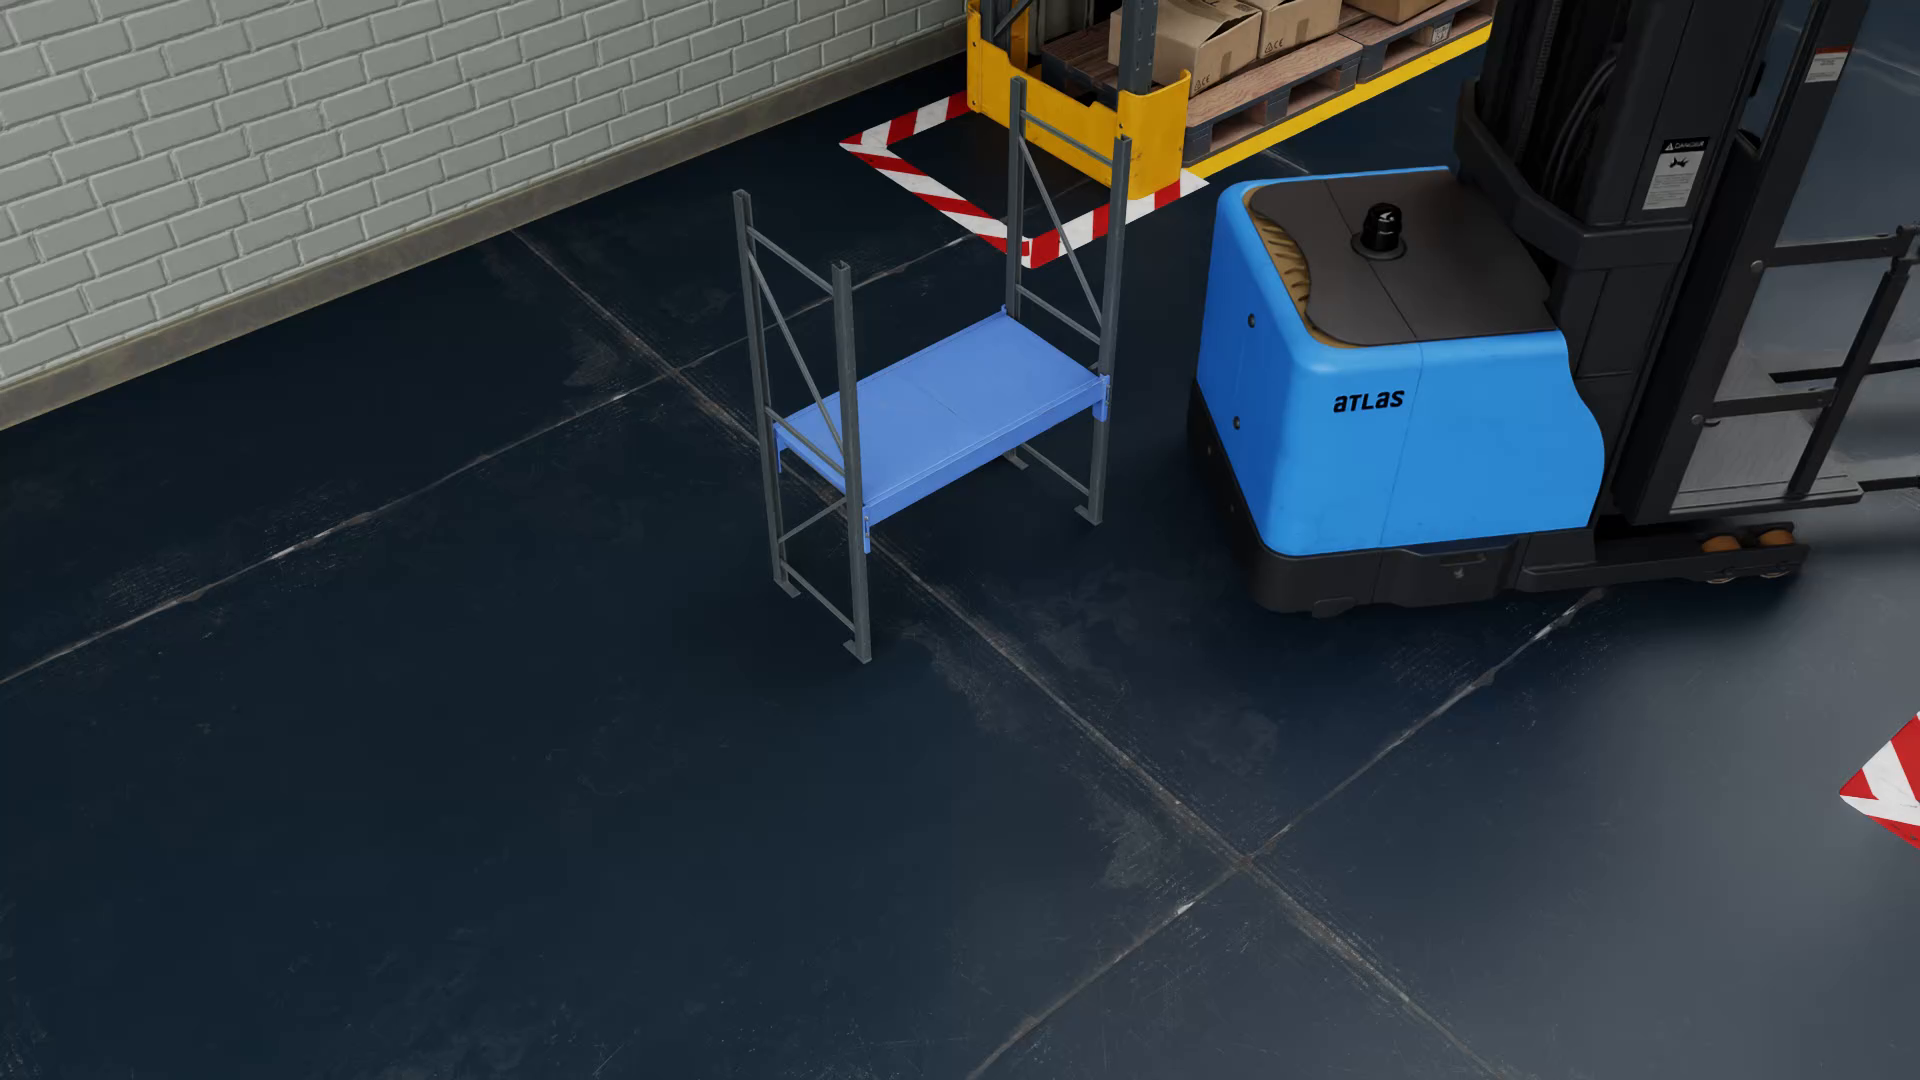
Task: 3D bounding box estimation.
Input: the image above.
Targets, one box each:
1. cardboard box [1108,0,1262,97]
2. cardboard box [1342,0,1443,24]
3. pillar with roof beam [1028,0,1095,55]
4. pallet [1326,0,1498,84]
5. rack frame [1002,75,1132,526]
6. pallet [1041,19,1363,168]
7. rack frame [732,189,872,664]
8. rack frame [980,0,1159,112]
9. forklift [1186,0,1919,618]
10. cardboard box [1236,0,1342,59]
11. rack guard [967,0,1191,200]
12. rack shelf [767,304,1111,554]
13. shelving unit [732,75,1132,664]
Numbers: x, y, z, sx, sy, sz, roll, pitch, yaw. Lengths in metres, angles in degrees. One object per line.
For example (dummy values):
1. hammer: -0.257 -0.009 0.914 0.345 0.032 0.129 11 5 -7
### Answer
1. cardboard box: 1.043 -2.364 7.718 0.500 0.311 0.500 33 52 30
2. cardboard box: 2.075 -2.979 8.235 0.500 0.500 0.700 -33 52 -30
3. pillar with roof beam: 3.198 -3.615 3.025 0.400 9.000 9.100 -30 51 -28
4. pallet: 2.094 -2.815 8.593 1.213 0.211 1.003 -30 51 -28
5. rack frame: 0.325 -0.732 5.434 0.032 1.500 0.500 -30 51 -28
6. pallet: 1.159 -2.282 8.025 1.213 0.211 1.003 -30 51 -28
7. rack frame: -0.455 -0.286 4.959 0.032 1.500 0.500 -30 51 -28
8. rack frame: 0.454 -2.927 6.675 0.127 3.000 1.000 -30 51 -28
9. forklift: 2.387 -1.276 4.967 3.031 2.935 1.130 -6 44 -6
10. cardboard box: 1.480 -2.614 7.985 0.500 0.311 0.500 -26 49 -25
11. rack guard: 0.513 -2.049 7.566 0.348 0.500 1.175 -30 51 -28
12. rack shelf: -0.065 -0.378 5.320 1.000 0.185 0.538 -30 51 -28
13. shelving unit: -0.065 -0.509 5.197 1.048 1.500 0.538 -30 51 -28
